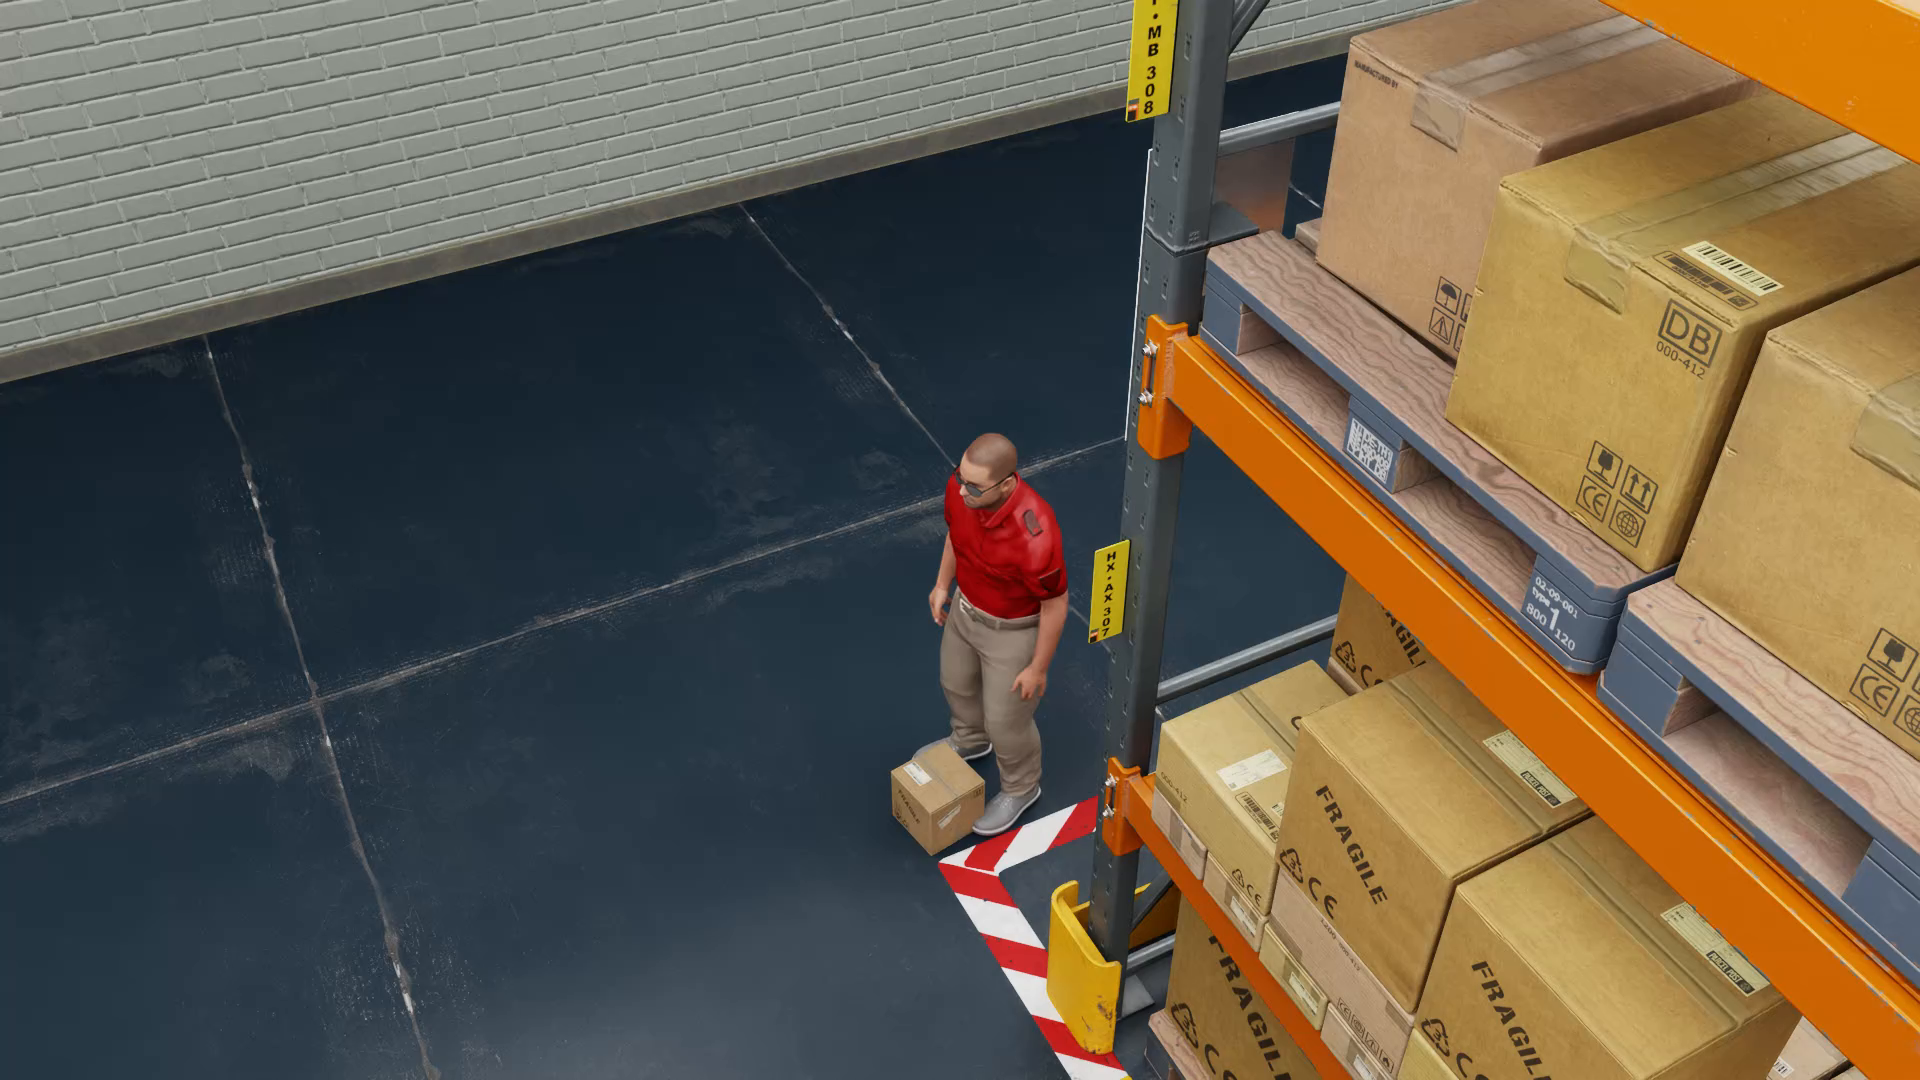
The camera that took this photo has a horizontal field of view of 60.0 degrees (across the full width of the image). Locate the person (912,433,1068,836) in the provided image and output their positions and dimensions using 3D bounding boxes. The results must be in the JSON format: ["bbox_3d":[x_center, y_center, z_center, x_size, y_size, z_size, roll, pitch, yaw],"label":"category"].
[{"bbox_3d":[0.121,0.300,5.823,0.387,1.728,0.607,-26,47,-27],"label":"person"}]
